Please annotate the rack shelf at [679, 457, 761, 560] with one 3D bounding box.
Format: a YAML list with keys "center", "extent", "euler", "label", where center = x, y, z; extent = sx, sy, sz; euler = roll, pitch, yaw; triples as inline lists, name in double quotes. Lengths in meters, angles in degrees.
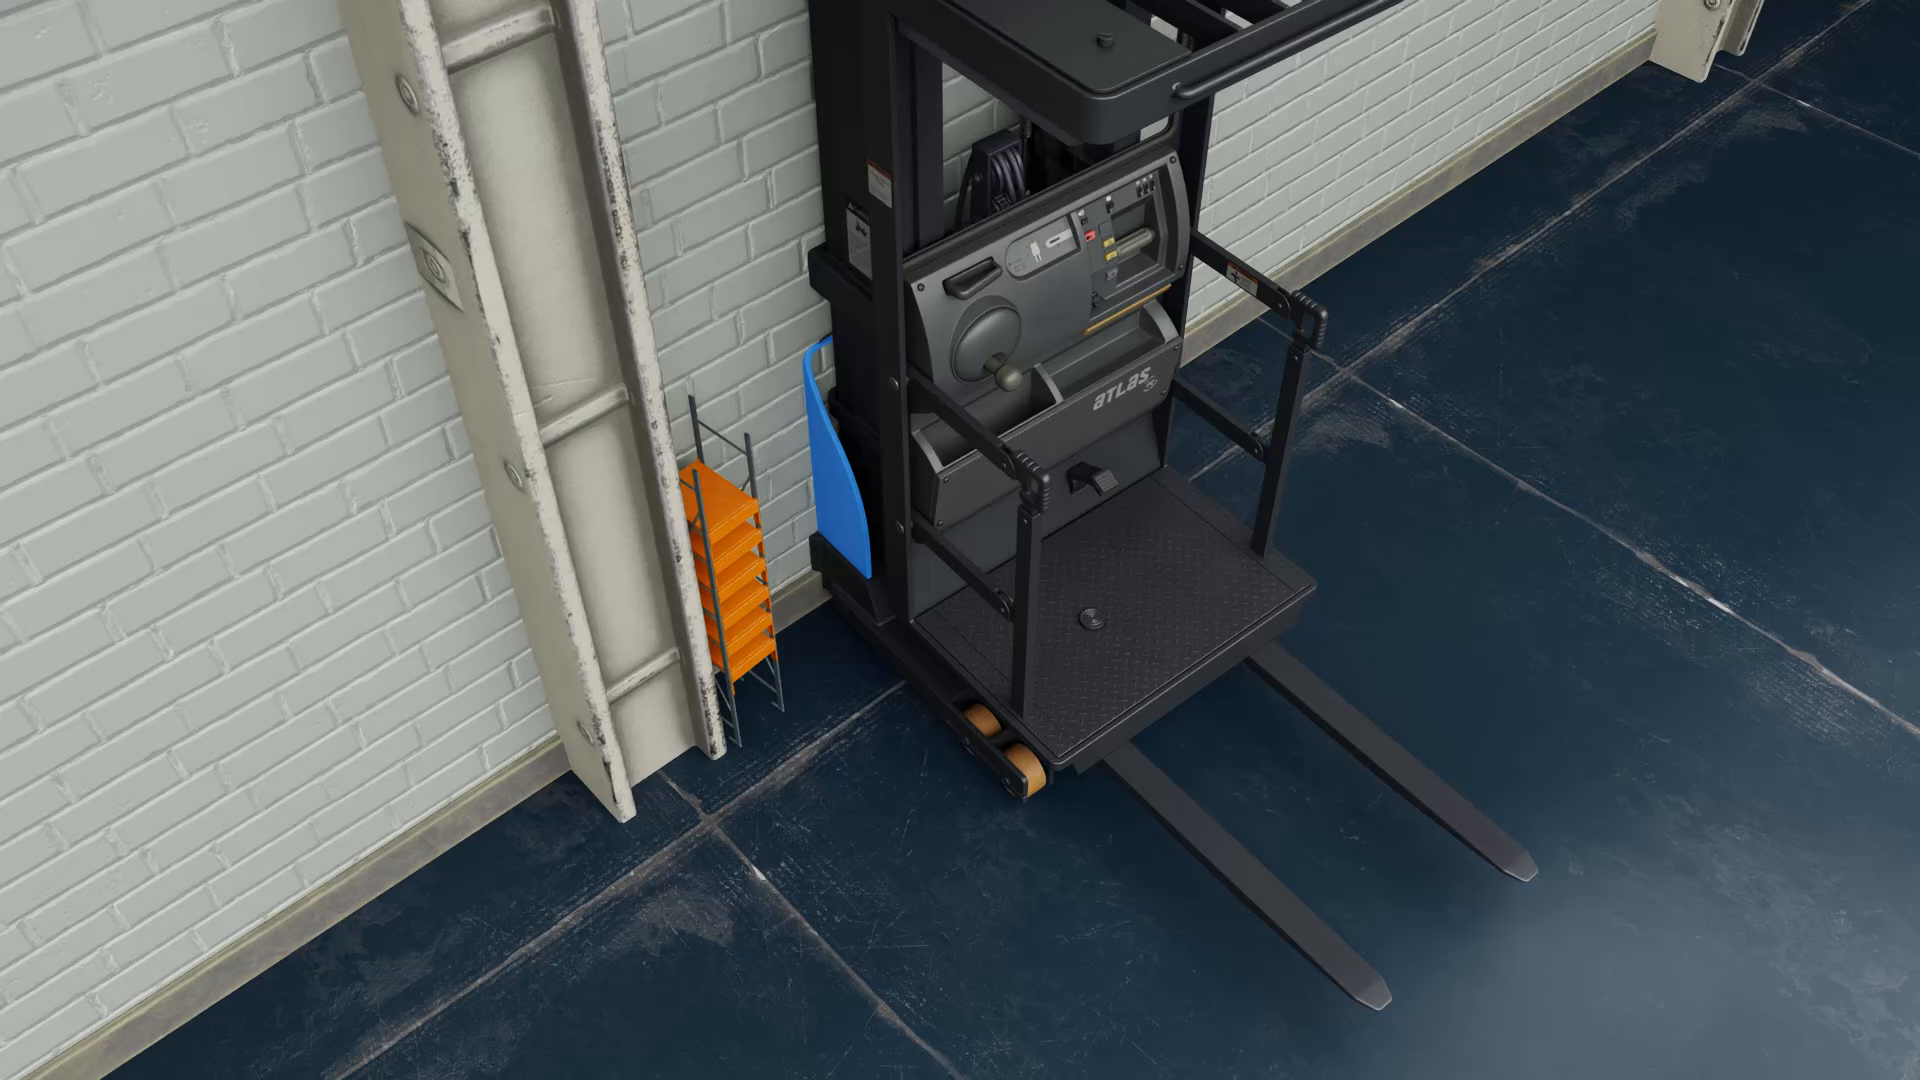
- center: [-0.704, -0.090, 4.586]
  extent: [0.258, 0.103, 0.180]
  euler: [33, 55, 27]
  label: "rack shelf"

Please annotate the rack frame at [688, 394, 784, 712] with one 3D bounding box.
- center: [-0.644, 0.076, 4.864]
  extent: [0.240, 1.200, 0.006]
  euler: [33, 55, 27]
  label: "rack frame"

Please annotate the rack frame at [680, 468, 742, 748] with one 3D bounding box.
- center: [-0.766, 0.175, 4.771]
  extent: [0.240, 1.200, 0.006]
  euler: [33, 55, 27]
  label: "rack frame"

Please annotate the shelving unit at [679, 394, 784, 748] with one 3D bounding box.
- center: [-0.705, 0.125, 4.817]
  extent: [0.258, 1.200, 0.189]
  euler: [33, 55, 27]
  label: "shelving unit"

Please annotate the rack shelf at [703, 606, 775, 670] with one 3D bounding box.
- center: [-0.705, 0.237, 4.938]
  extent: [0.258, 0.103, 0.180]
  euler: [33, 55, 27]
  label: "rack shelf"

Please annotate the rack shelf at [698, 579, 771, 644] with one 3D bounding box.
- center: [-0.705, 0.156, 4.850]
  extent: [0.258, 0.103, 0.180]
  euler: [33, 55, 27]
  label: "rack shelf"

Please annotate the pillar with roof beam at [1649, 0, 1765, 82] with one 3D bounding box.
- center: [6.368, -3.010, 2.405]
  extent: [0.400, 9.000, 9.100]
  euler: [-34, 56, -27]
  label: "pillar with roof beam"

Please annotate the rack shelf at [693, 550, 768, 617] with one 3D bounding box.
- center: [-0.704, 0.074, 4.762]
  extent: [0.258, 0.103, 0.180]
  euler: [33, 55, 27]
  label: "rack shelf"

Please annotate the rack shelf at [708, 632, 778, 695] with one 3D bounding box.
- center: [-0.706, 0.319, 5.026]
  extent: [0.258, 0.103, 0.180]
  euler: [33, 55, 27]
  label: "rack shelf"

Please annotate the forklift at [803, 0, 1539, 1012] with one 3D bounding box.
- center: [0.393, -0.637, 4.343]
  extent: [1.130, 2.935, 3.031]
  euler: [-31, 54, -25]
  label: "forklift"

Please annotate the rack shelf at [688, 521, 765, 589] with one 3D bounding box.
- center: [-0.704, -0.008, 4.674]
  extent: [0.258, 0.103, 0.180]
  euler: [33, 55, 27]
  label: "rack shelf"
